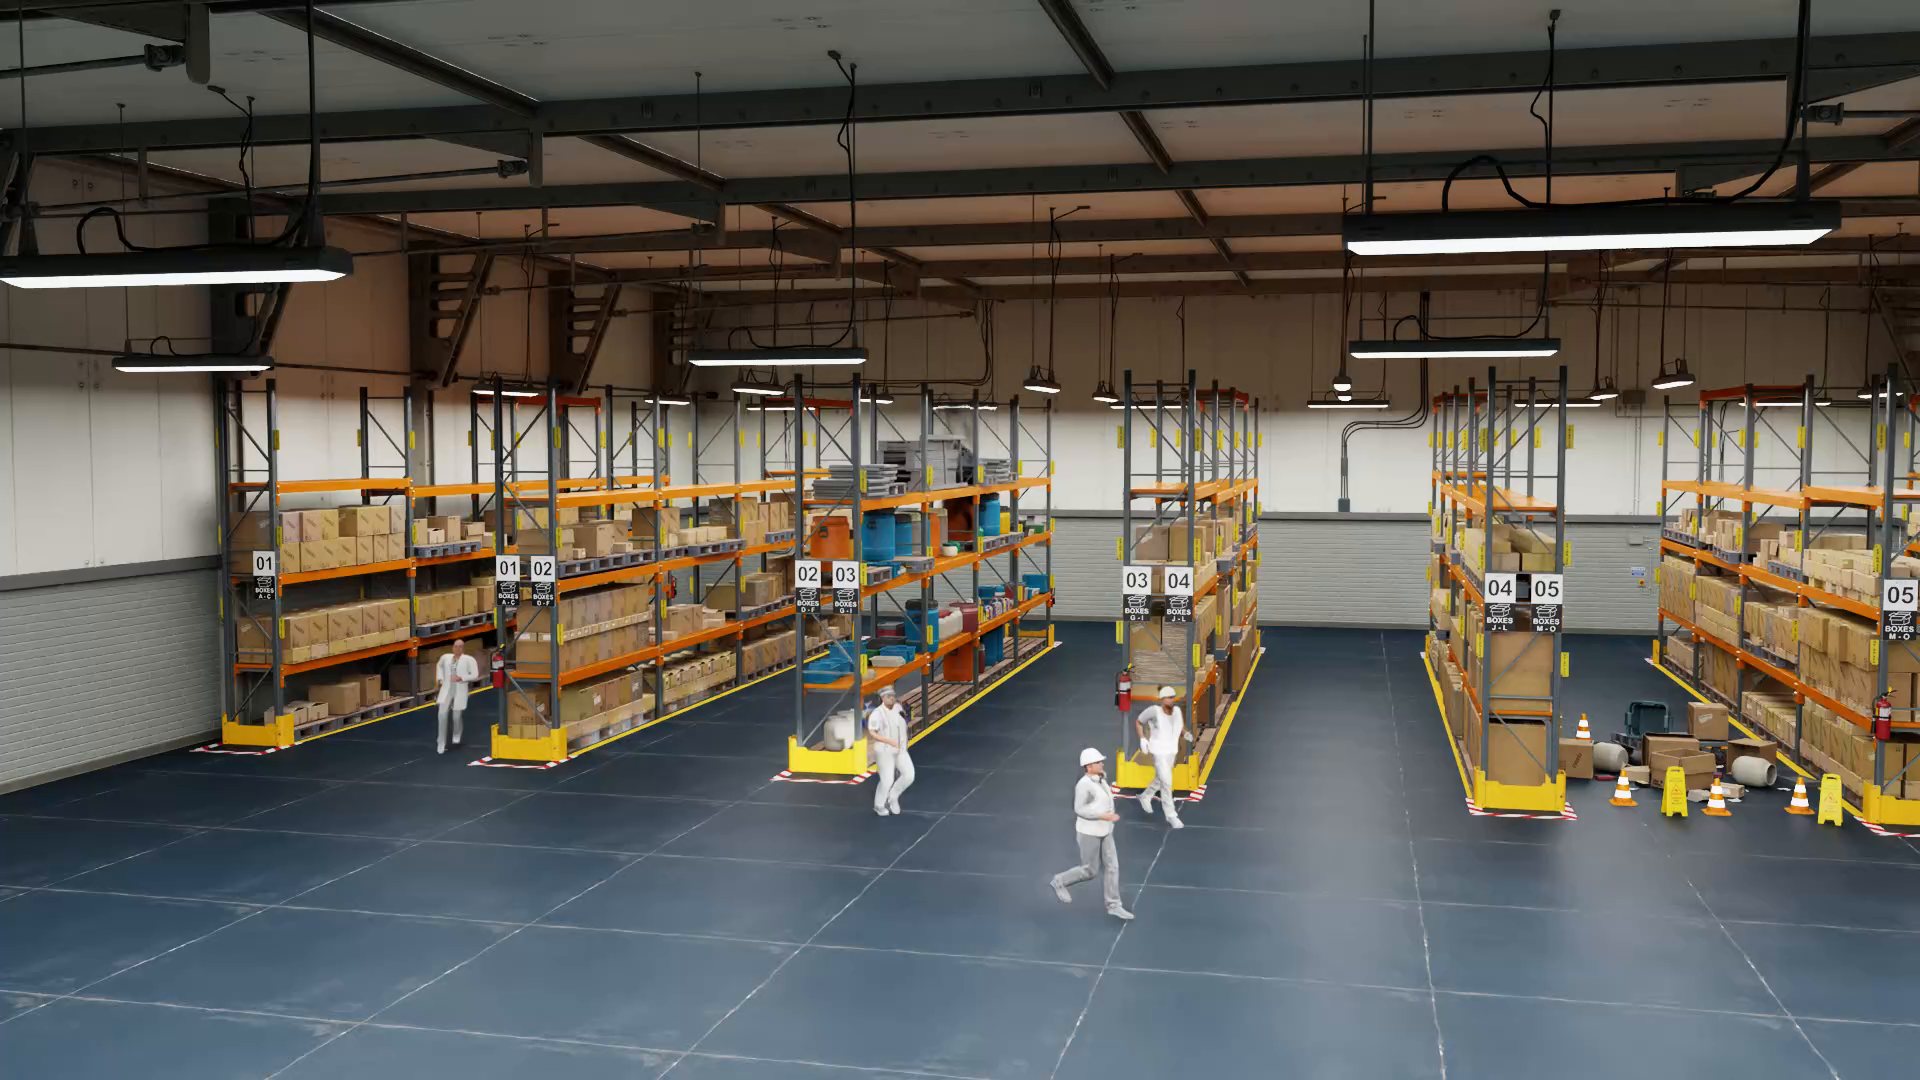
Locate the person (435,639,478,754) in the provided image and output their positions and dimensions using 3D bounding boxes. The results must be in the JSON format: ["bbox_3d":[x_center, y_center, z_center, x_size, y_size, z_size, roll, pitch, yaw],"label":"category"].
[{"bbox_3d":[-8.164,2.515,26.991,0.715,1.821,0.963,0,3,-4],"label":"person"}]

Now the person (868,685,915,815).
[{"bbox_3d":[-0.905,2.802,22.148,0.665,1.752,0.629,-3,4,-38],"label":"person"}]

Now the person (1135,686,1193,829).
[{"bbox_3d":[2.648,2.802,21.816,0.626,1.802,0.974,-2,4,-36],"label":"person"}]

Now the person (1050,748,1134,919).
[{"bbox_3d":[1.398,3.065,17.457,0.936,1.769,0.661,2,4,32],"label":"person"}]
